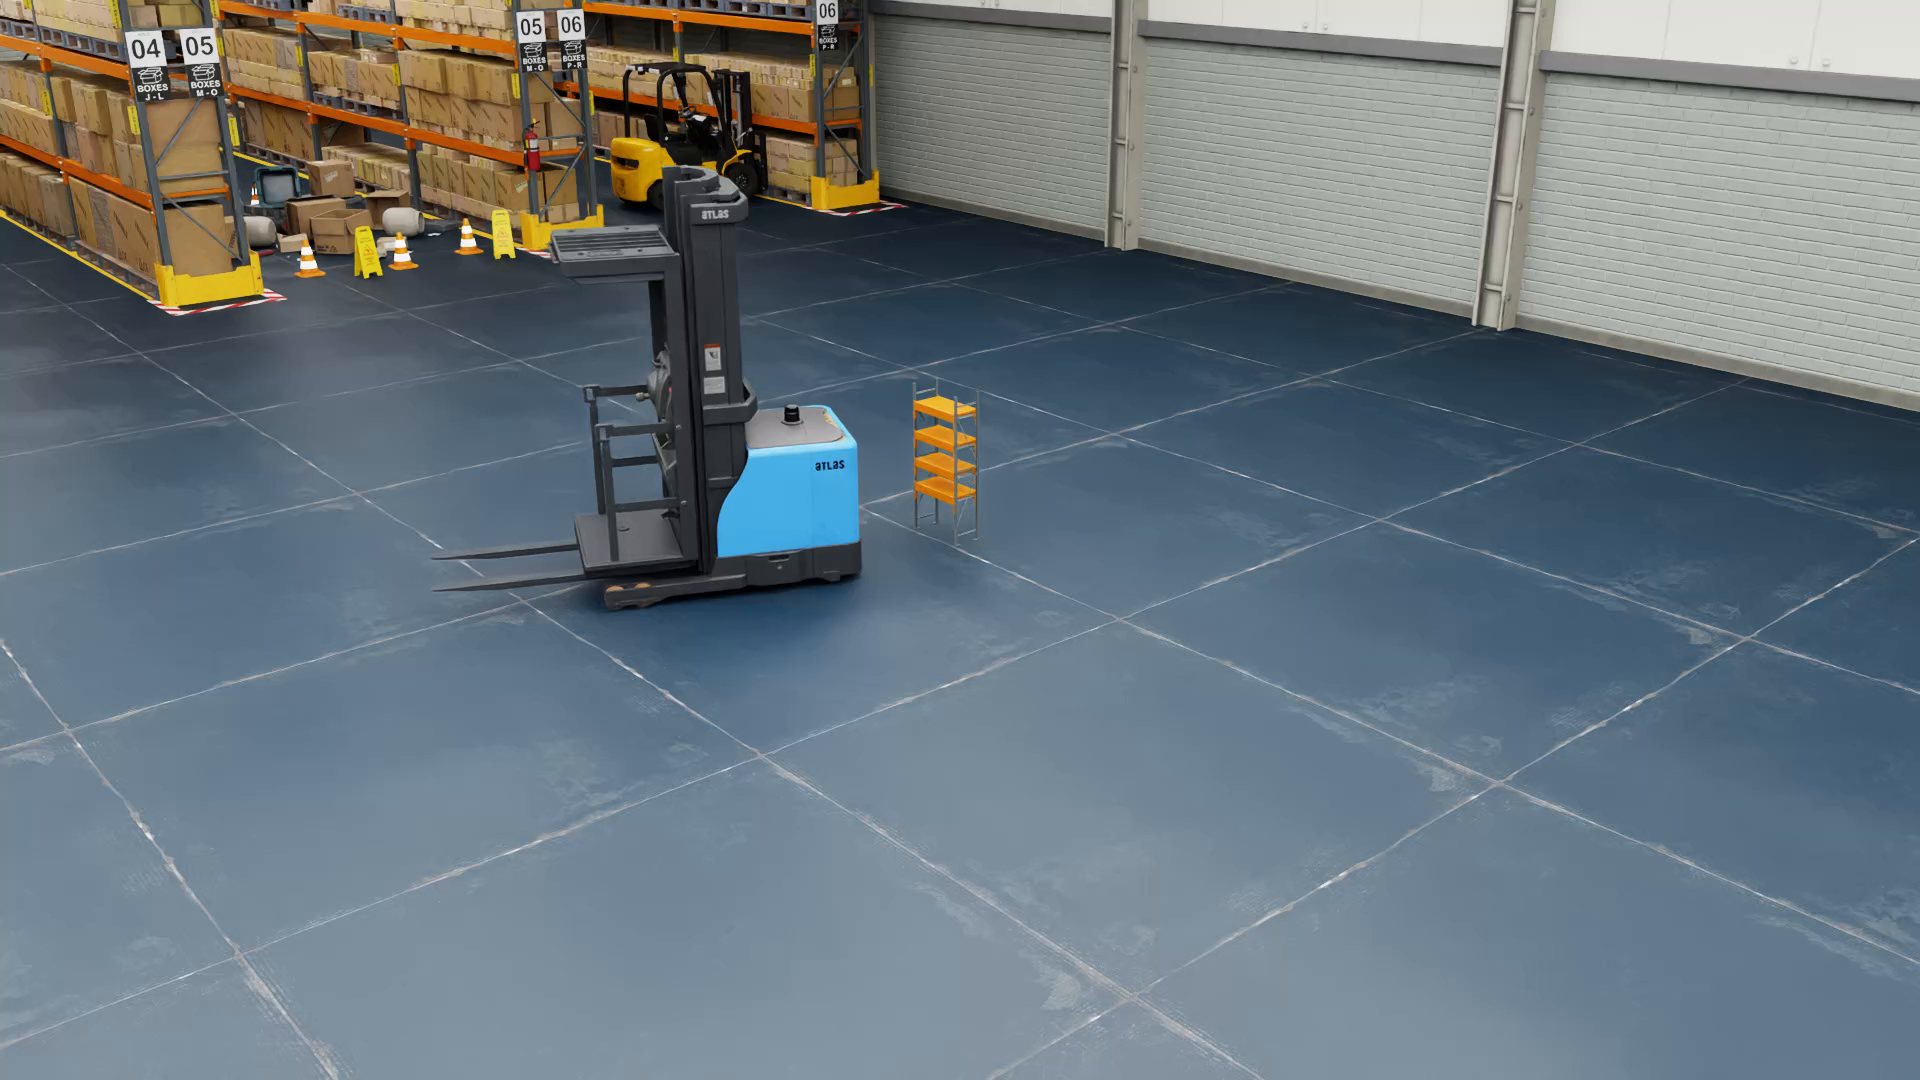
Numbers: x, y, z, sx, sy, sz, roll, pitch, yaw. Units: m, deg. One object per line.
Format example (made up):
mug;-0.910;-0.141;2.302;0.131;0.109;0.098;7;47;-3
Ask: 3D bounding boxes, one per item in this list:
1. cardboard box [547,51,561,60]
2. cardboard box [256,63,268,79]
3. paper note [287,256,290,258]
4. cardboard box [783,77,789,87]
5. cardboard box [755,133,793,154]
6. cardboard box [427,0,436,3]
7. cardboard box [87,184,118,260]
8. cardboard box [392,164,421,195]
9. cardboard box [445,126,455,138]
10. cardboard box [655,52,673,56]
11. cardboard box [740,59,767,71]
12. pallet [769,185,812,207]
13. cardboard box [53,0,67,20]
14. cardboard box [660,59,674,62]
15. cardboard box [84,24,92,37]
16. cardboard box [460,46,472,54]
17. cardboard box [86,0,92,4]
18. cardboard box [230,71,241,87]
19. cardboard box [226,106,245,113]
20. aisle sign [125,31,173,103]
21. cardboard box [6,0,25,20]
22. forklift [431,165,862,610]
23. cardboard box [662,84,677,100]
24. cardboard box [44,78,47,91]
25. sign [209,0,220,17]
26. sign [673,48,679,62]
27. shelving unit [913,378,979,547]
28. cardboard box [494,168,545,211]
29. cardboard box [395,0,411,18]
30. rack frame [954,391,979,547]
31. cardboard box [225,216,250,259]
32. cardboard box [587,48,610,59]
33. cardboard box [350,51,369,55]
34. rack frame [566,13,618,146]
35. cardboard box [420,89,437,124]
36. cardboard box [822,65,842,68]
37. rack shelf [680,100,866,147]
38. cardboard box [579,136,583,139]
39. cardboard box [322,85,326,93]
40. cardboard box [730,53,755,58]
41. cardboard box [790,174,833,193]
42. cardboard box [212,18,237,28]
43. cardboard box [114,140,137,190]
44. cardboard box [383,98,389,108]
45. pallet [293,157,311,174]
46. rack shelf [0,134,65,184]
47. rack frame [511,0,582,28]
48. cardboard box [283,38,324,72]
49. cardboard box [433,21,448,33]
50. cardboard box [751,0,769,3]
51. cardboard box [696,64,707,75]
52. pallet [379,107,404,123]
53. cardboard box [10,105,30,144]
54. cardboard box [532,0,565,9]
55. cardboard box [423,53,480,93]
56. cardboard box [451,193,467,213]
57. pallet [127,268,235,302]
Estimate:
cardboard box;-8.007;-9.351;32.375;0.500;0.250;0.500;-19;28;-40
cardboard box;-12.366;-8.485;30.055;0.500;0.250;0.500;-18;28;-39
paper note;-9.268;-3.914;22.962;0.032;0.001;0.123;-4;22;-10
cardboard box;-2.602;-7.328;26.554;0.380;0.149;0.250;-17;27;-36
cardboard box;-3.063;-6.511;27.318;0.500;0.250;0.500;-17;27;-37
cardboard box;-7.553;-7.934;24.265;0.380;0.149;0.250;-19;28;-39
cardboard box;-10.956;-4.284;22.147;0.875;0.875;0.875;-17;27;-37
cardboard box;-8.565;-5.839;26.806;0.950;0.372;0.625;-17;27;-37
cardboard box;-7.430;-6.087;24.756;0.380;0.149;0.250;-17;27;-37
cardboard box;-5.321;-8.767;30.228;0.380;0.149;0.250;-18;27;-38
cardboard box;-3.402;-7.832;27.433;0.380;0.149;0.250;-17;27;-37
pallet;-2.382;-5.703;27.256;1.003;0.211;1.213;-17;27;-37
cardboard box;-11.137;-6.744;21.061;0.500;0.250;0.500;-18;28;-38
cardboard box;-5.036;-8.363;29.195;0.380;0.149;0.250;-18;28;-38
cardboard box;-10.432;-6.226;20.285;0.380;0.149;0.250;-18;28;-38
cardboard box;-10.202;-10.267;34.882;0.500;0.250;0.500;-17;27;-36
cardboard box;-10.270;-6.528;19.963;0.380;0.149;0.250;-17;27;-37
cardboard box;-13.355;-8.679;31.235;0.500;0.250;0.500;-18;28;-39
cardboard box;-14.356;-8.382;33.208;0.875;0.438;0.875;-18;28;-39
aisle sign;-9.474;-5.531;19.427;0.394;0.787;0.004;-17;27;-37
cardboard box;-12.877;-7.374;23.078;0.500;0.250;0.500;-18;28;-38
forklift;-2.298;-1.085;11.736;3.031;2.935;1.130;-6;22;-15
cardboard box;-4.990;-7.913;29.279;0.500;0.250;0.500;-17;27;-36
cardboard box;-12.233;-6.164;23.102;0.700;0.500;0.500;-18;28;-38
sign;-8.869;-6.382;19.746;0.100;0.325;0.005;-17;27;-37
sign;-4.867;-8.276;28.522;0.100;0.325;0.005;-17;27;-37
shelving unit;-0.108;-0.604;12.882;0.258;1.200;0.503;-17;27;-37
cardboard box;-6.330;-5.041;23.909;0.500;0.500;0.500;-17;27;-37
cardboard box;-8.141;-8.001;24.985;0.500;0.250;0.500;-18;28;-39
rack frame;0.051;-0.537;12.710;0.240;1.200;0.015;-17;27;-37
cardboard box;-10.114;-4.169;22.940;0.500;0.500;0.500;-12;25;-28
cardboard box;-6.726;-9.063;30.983;0.380;0.149;0.250;-17;27;-36
cardboard box;-9.978;-8.009;28.198;0.500;0.500;0.500;-18;28;-38
rack frame;-7.073;-9.011;31.876;1.000;3.000;0.127;-17;27;-37
cardboard box;-7.799;-6.587;25.143;0.500;0.500;0.500;-18;27;-38
cardboard box;-2.035;-7.519;26.635;0.380;0.149;0.250;-16;27;-36
rack shelf;-3.157;-7.018;27.775;1.077;0.370;4.000;-17;27;-37
cardboard box;-7.512;-8.108;32.423;0.500;0.500;0.500;-16;27;-36
cardboard box;-10.601;-7.686;28.264;0.380;0.149;0.250;-20;29;-41
cardboard box;-3.710;-8.227;28.442;0.380;0.149;0.250;-18;28;-38
cardboard box;-2.397;-5.770;26.798;0.500;0.250;0.500;-17;27;-37
cardboard box;-13.884;-9.757;31.383;0.380;0.149;0.250;-18;28;-38
cardboard box;-9.945;-4.720;20.715;0.875;0.550;0.550;-17;27;-37
cardboard box;-8.924;-6.955;26.397;0.380;0.149;0.250;-18;28;-39
pallet;-11.289;-6.765;29.967;1.003;0.211;1.213;-17;27;-37
rack shelf;-13.210;-5.734;24.497;1.077;0.370;4.000;-17;27;-37
rack frame;-5.609;-8.411;22.120;1.000;3.000;0.127;-17;27;-37
cardboard box;-11.367;-8.421;28.862;0.500;0.500;0.500;-18;28;-39
cardboard box;-7.428;-7.481;24.202;0.380;0.149;0.250;-18;28;-38
cardboard box;-2.918;-8.857;26.521;0.700;0.500;0.500;-17;27;-37
cardboard box;-4.283;-8.032;28.352;0.380;0.149;0.250;-17;27;-36
pallet;-8.609;-6.879;26.698;1.003;0.211;1.213;-17;27;-37
cardboard box;-13.440;-6.062;24.212;0.500;0.500;0.500;-18;28;-38
cardboard box;-5.687;-7.415;22.942;0.380;0.149;0.250;-18;27;-38
cardboard box;-7.473;-6.909;24.594;0.700;0.500;0.500;-18;28;-39
cardboard box;-7.334;-5.120;25.138;0.500;0.250;0.500;-18;28;-38
pallet;-9.875;-3.315;21.159;1.003;0.211;1.213;-17;27;-37
